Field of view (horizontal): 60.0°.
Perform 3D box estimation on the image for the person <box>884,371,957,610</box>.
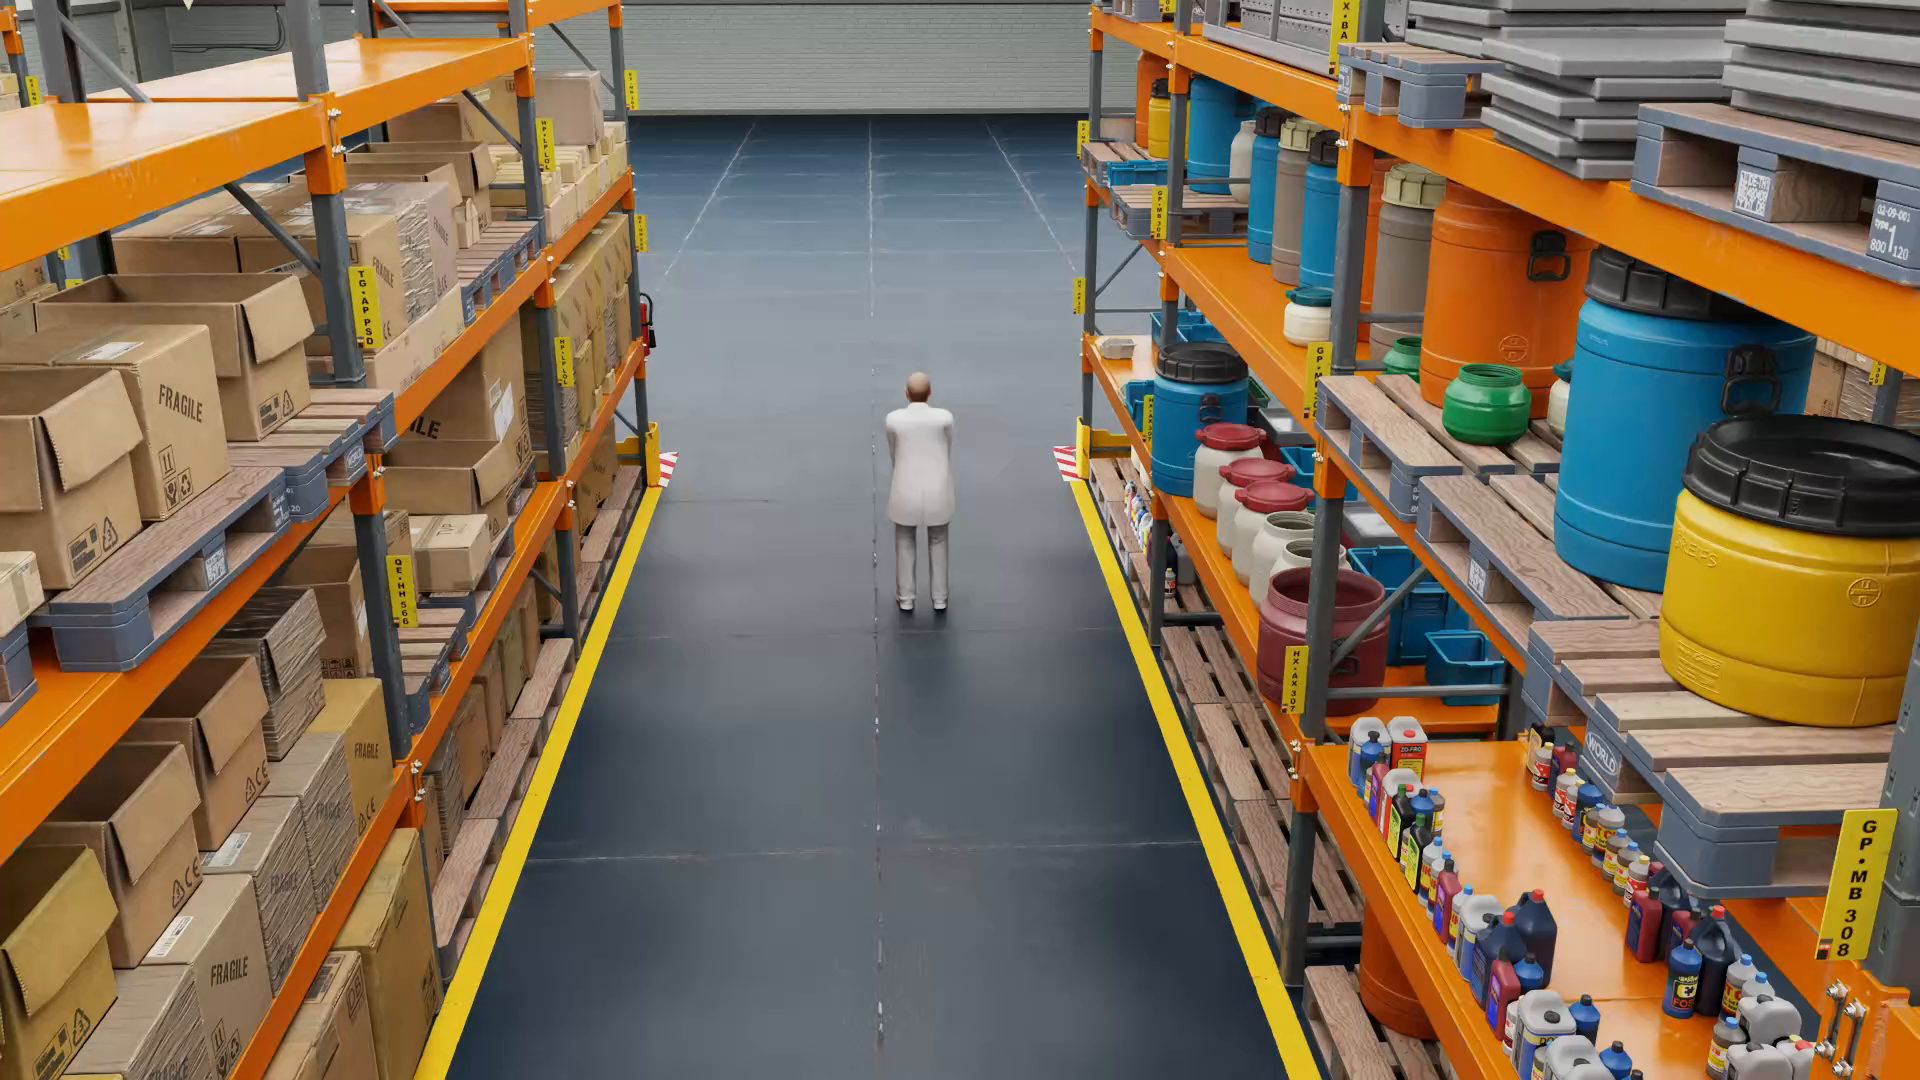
[{"bbox_3d":[-0.289,-0.392,12.175,0.526,1.780,0.551,-1,20,-4],"label":"person"}]
